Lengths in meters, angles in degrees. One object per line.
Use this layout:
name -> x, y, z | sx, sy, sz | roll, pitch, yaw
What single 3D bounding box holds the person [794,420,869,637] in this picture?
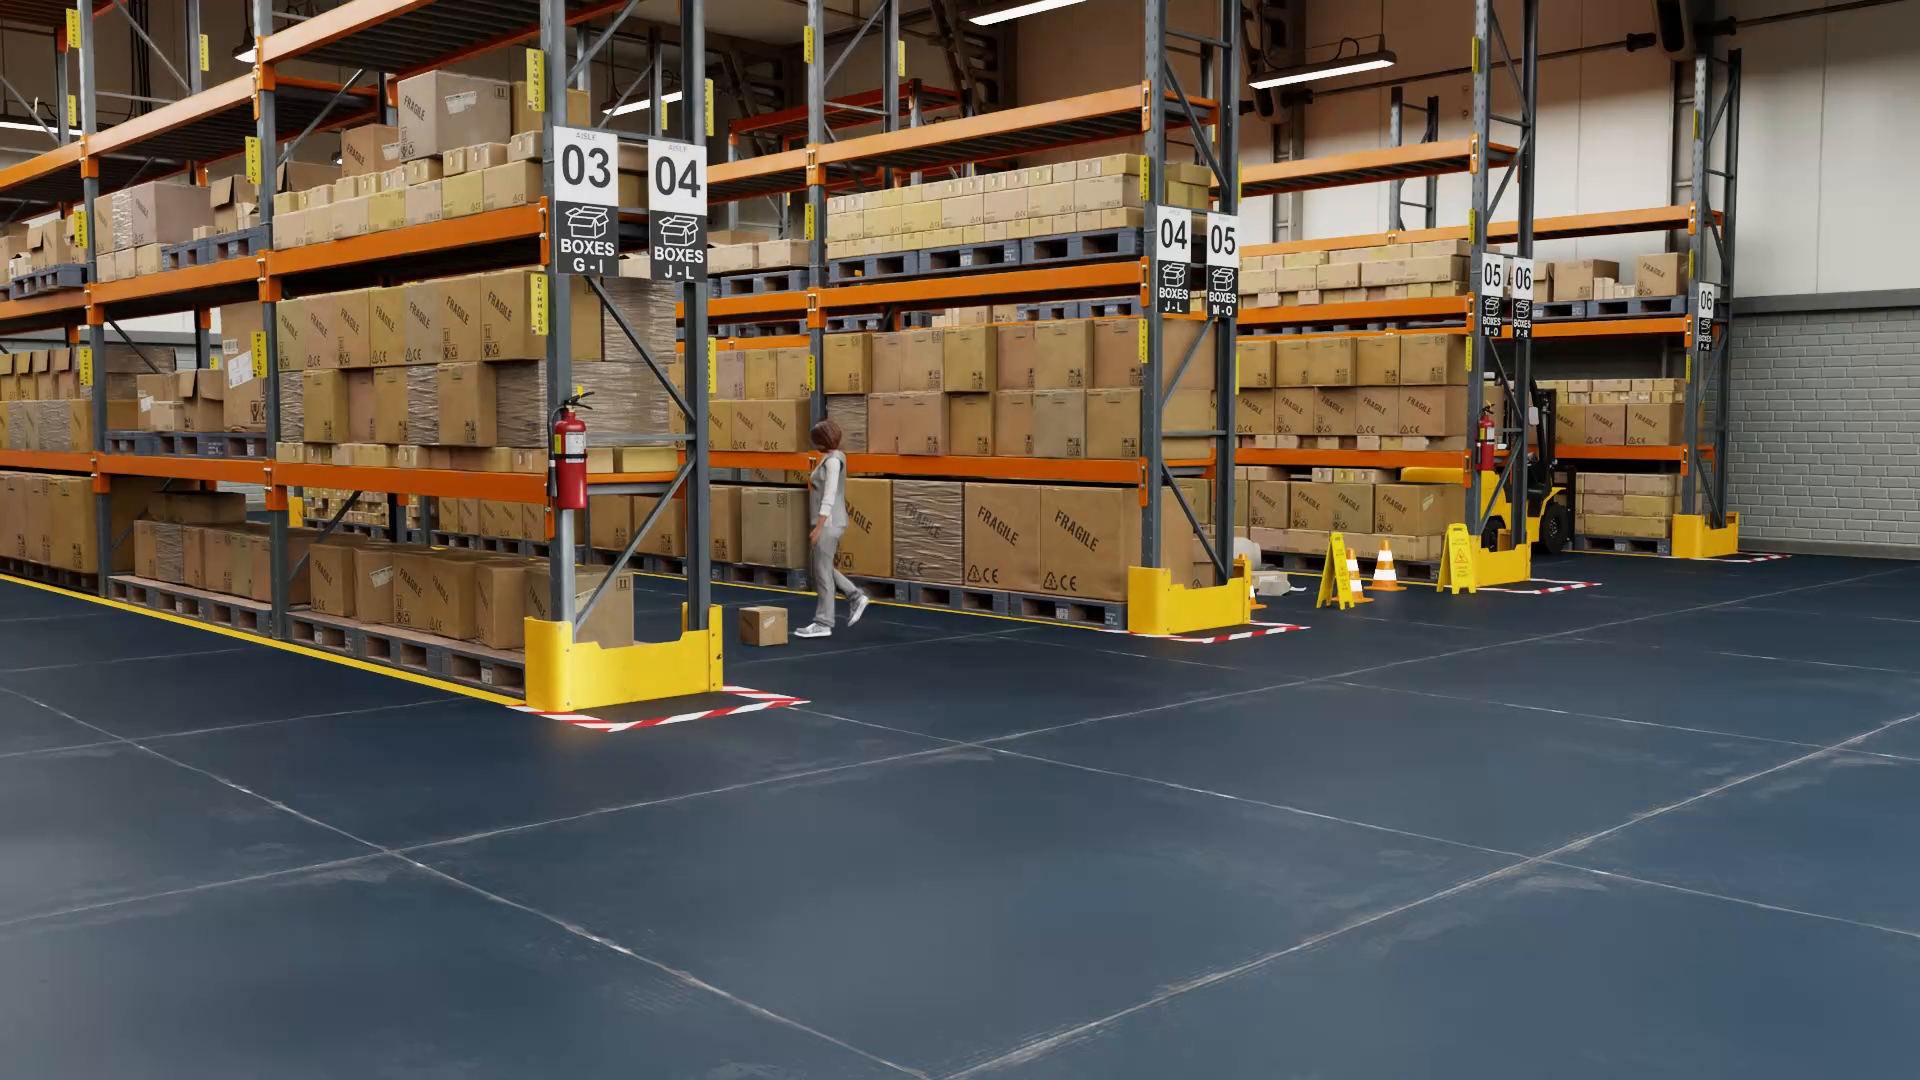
person -> -0.951, -0.088, 12.292 | 0.549, 1.596, 0.452 | 0, 4, -2
